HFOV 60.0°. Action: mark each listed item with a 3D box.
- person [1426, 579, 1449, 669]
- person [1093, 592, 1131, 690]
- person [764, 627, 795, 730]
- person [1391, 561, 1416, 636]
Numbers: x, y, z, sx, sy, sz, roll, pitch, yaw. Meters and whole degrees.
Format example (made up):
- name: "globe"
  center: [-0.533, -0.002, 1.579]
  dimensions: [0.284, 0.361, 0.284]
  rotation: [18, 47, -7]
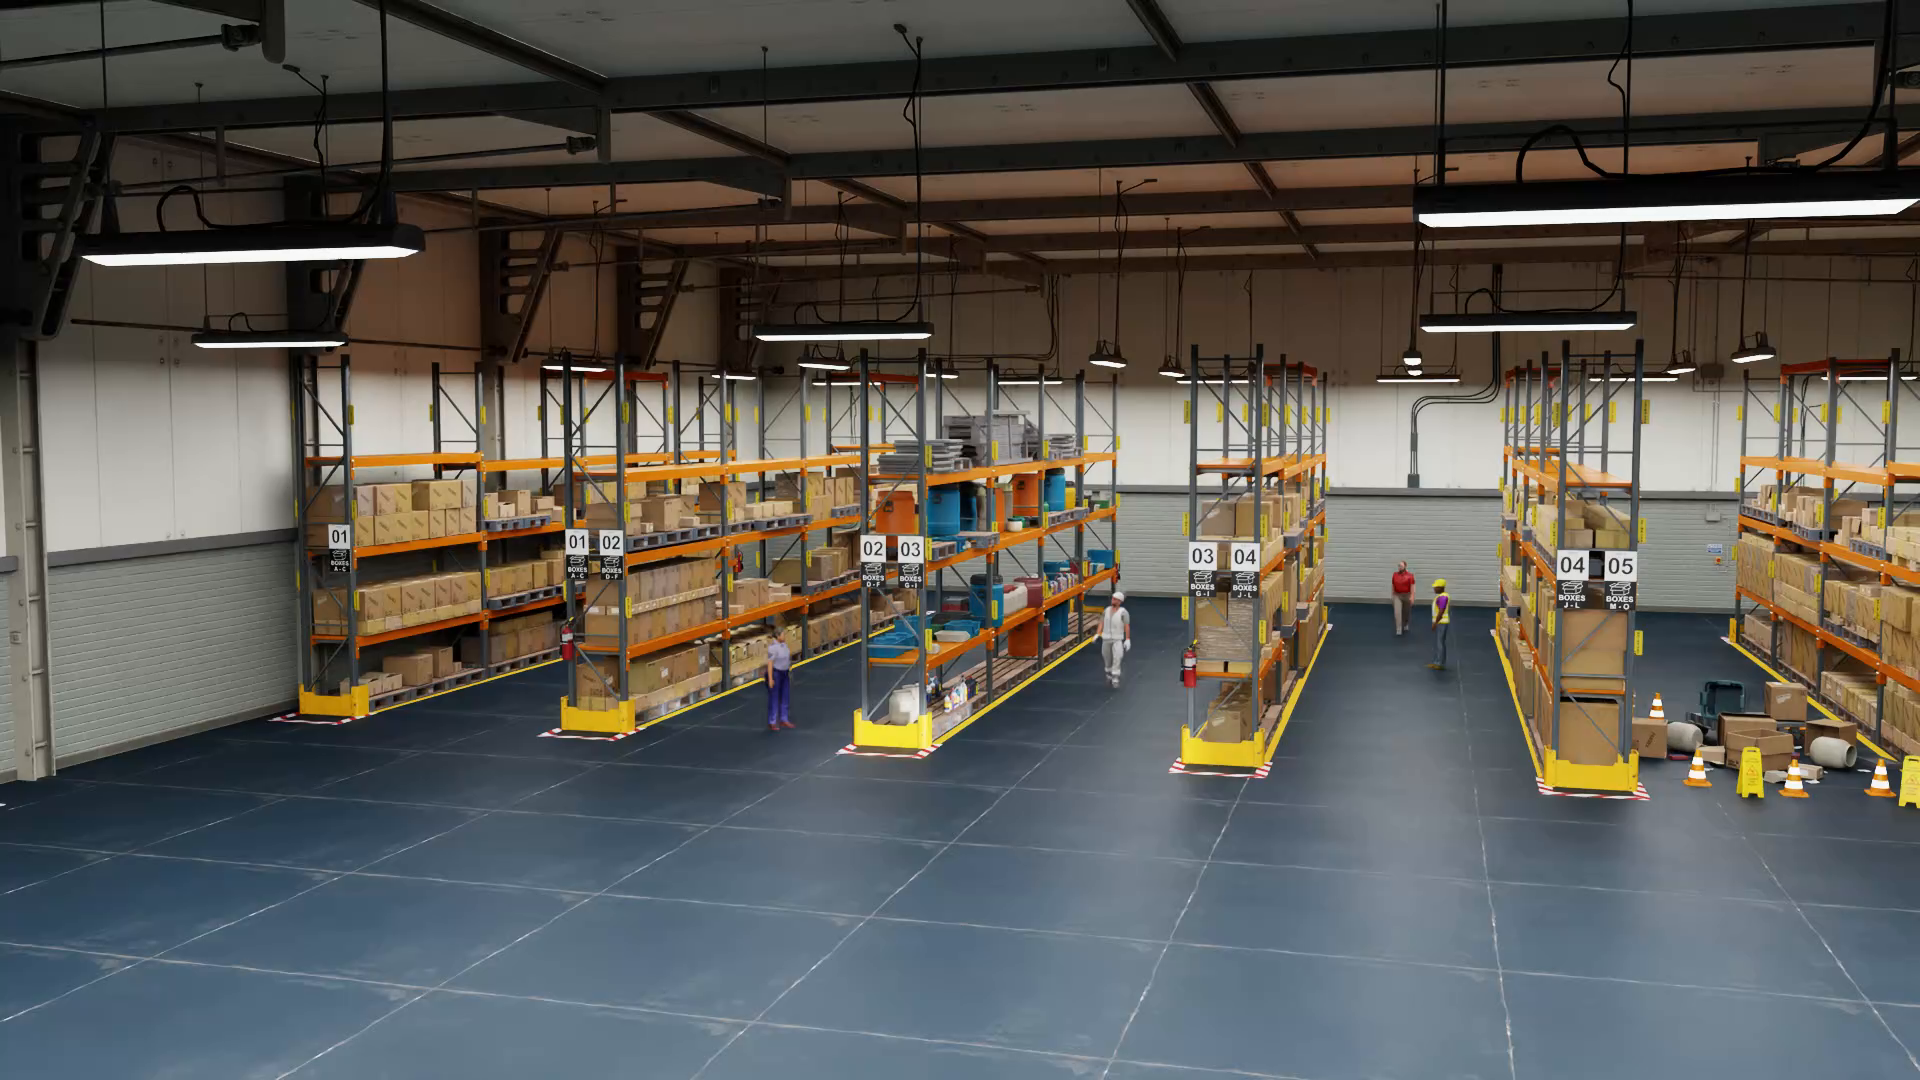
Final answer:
- name: "person"
  center: [9.423, 1.654, 32.772]
  dimensions: [0.407, 1.775, 0.584]
  rotation: [2, 5, 20]
- name: "person"
  center: [2.751, 1.816, 30.157]
  dimensions: [0.684, 1.727, 1.017]
  rotation: [1, 4, 9]
- name: "person"
  center: [-2.896, 2.197, 26.499]
  dimensions: [0.397, 1.653, 0.507]
  rotation: [2, 5, 28]
- name: "person"
  center: [10.116, 1.320, 37.957]
  dimensions: [0.527, 1.677, 1.086]
  rotation: [1, 4, 12]
